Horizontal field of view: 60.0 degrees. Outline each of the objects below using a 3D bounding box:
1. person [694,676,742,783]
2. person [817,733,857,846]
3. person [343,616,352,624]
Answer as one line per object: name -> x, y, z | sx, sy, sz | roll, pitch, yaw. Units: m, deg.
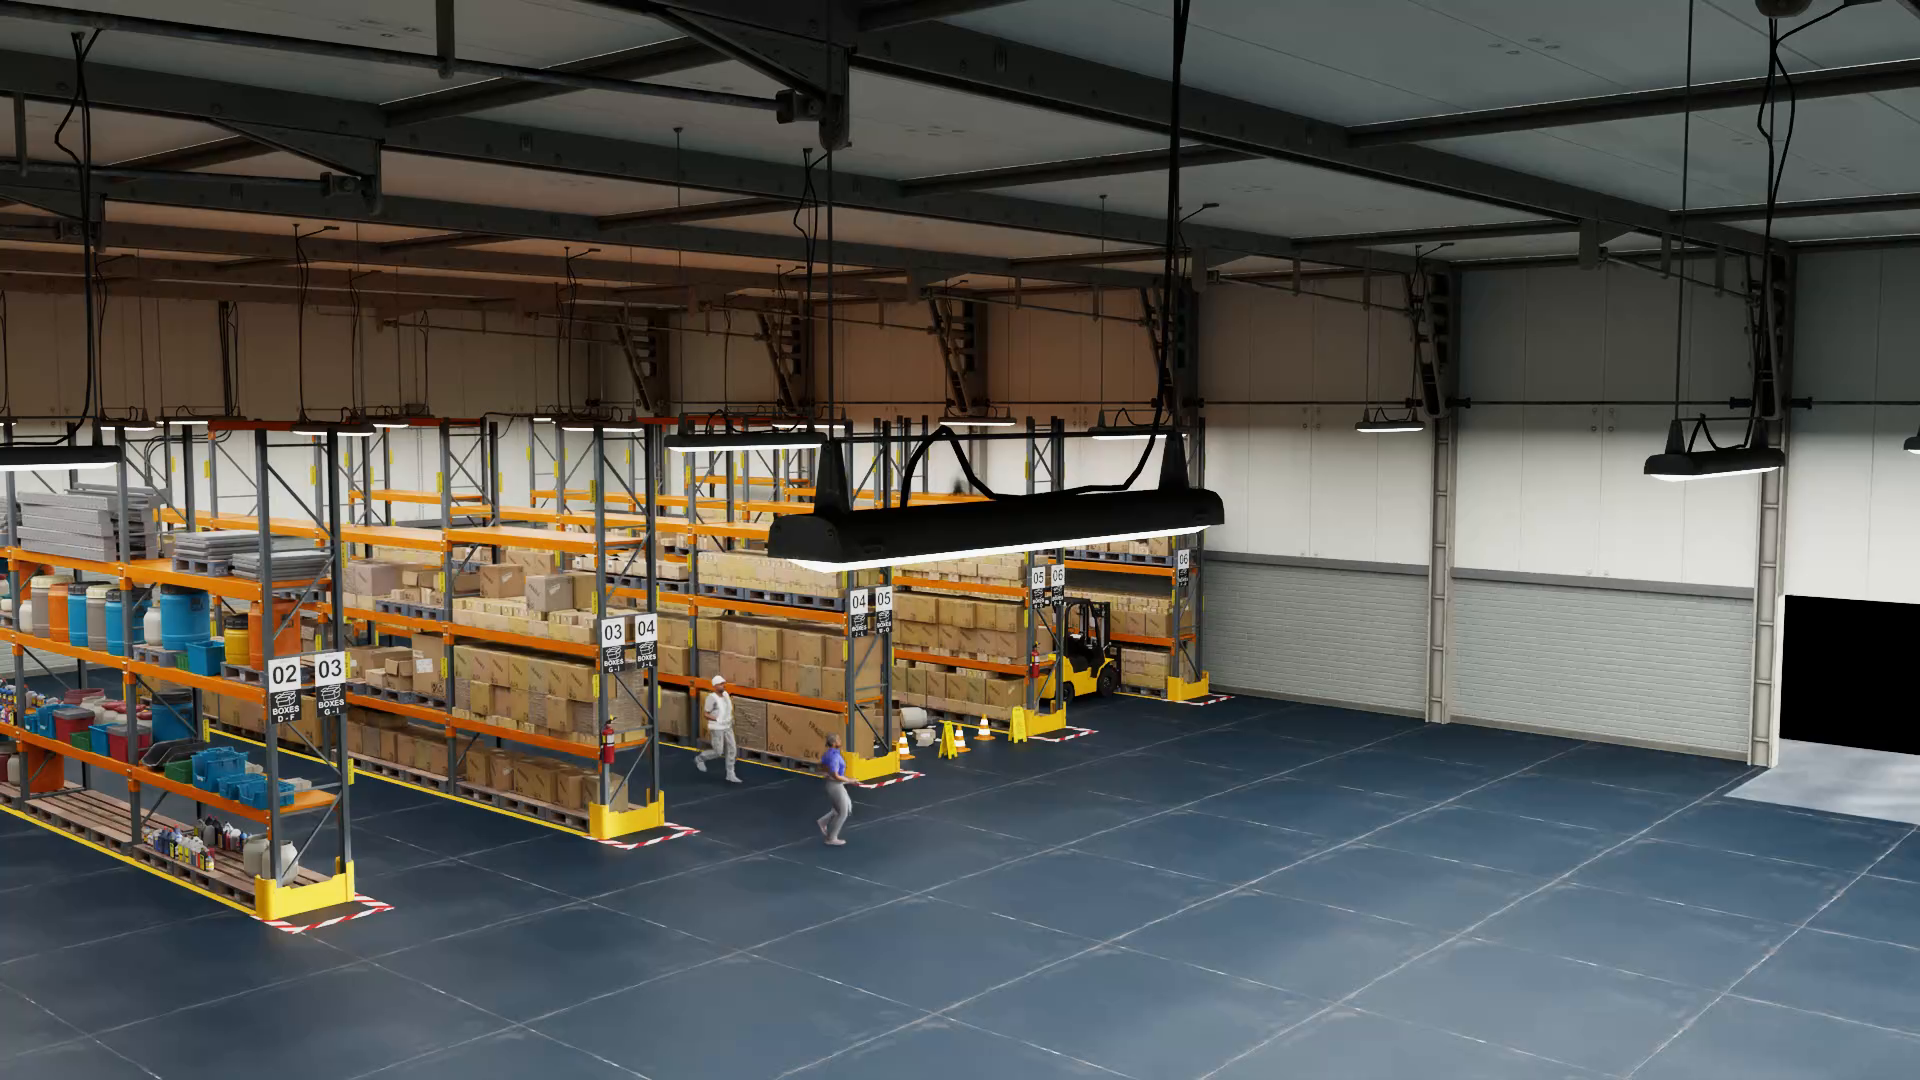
person -> -4.031, 3.149, 27.787 | 0.914, 1.781, 0.691 | 3, 5, 29
person -> -1.758, 3.555, 23.798 | 0.562, 1.616, 0.620 | -1, 5, -10
person -> -14.499, 2.199, 39.375 | 0.738, 1.763, 0.862 | 4, 7, 43
